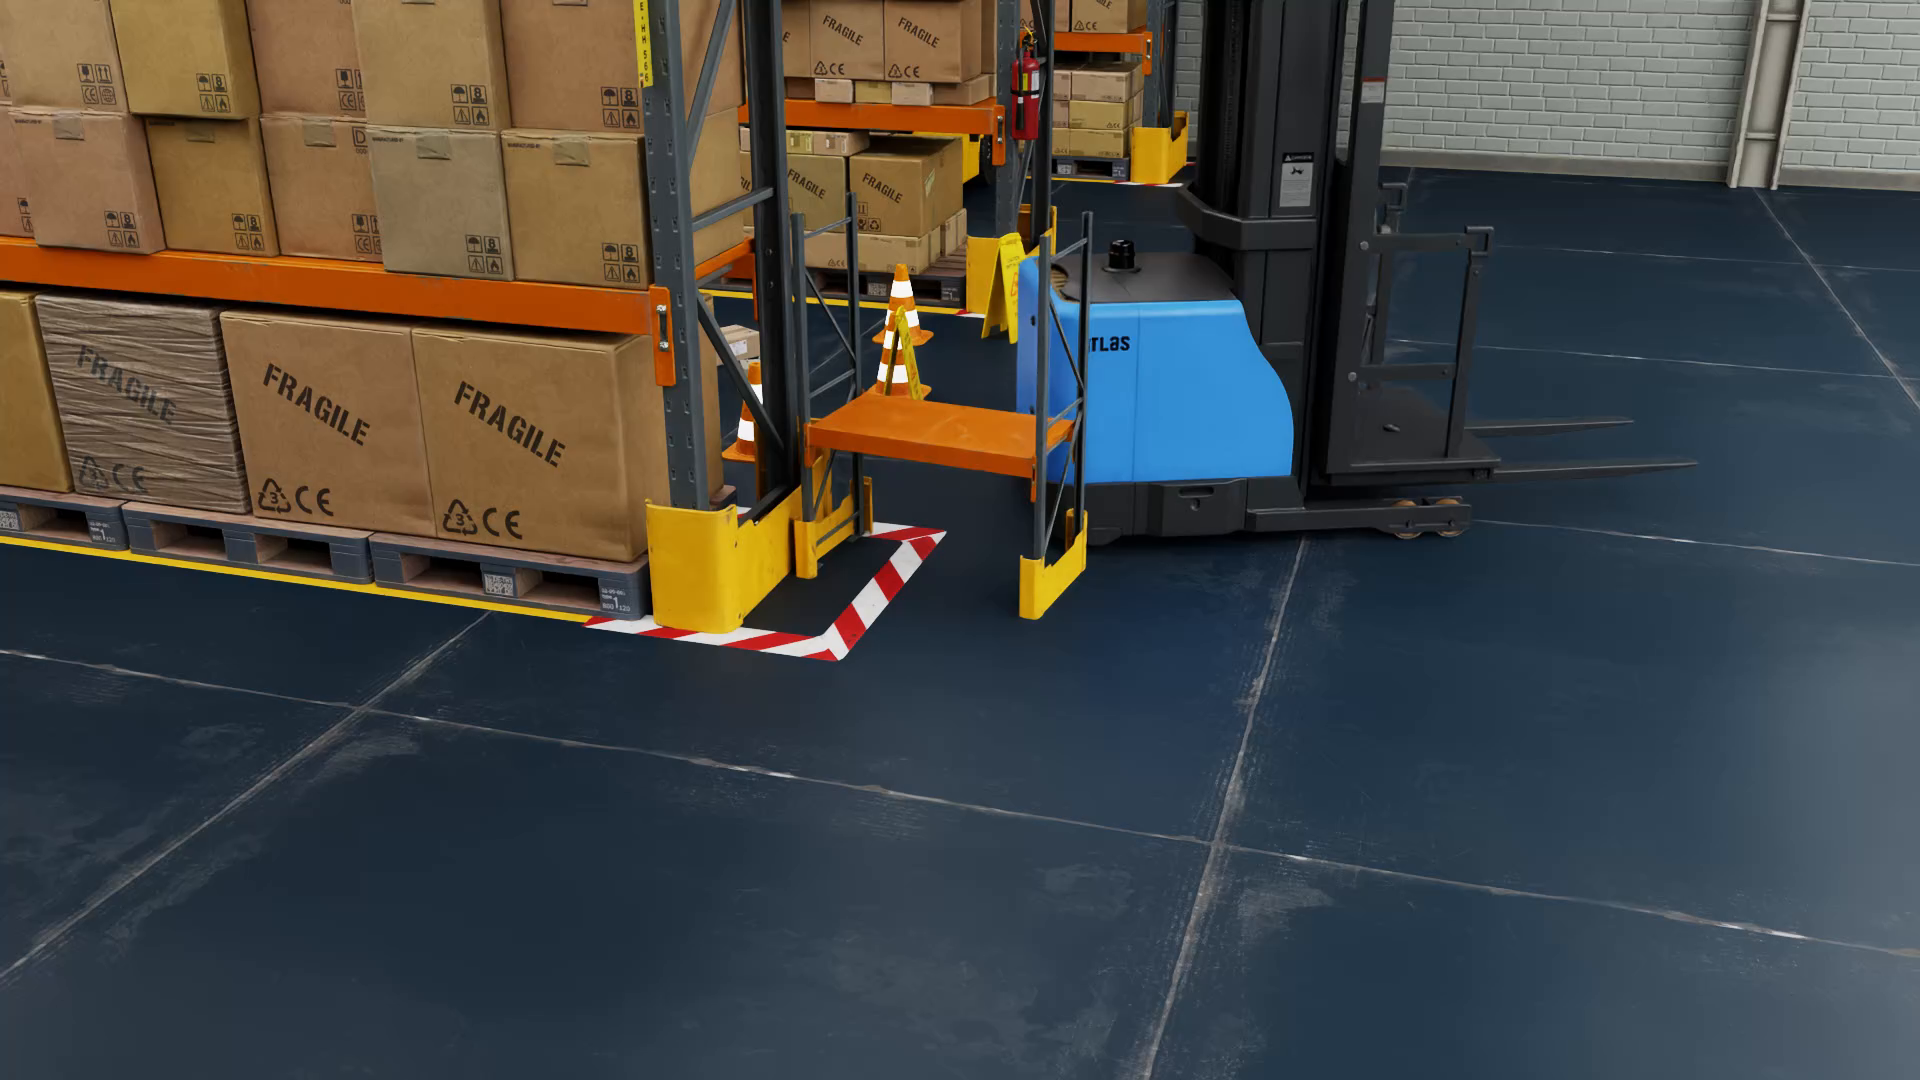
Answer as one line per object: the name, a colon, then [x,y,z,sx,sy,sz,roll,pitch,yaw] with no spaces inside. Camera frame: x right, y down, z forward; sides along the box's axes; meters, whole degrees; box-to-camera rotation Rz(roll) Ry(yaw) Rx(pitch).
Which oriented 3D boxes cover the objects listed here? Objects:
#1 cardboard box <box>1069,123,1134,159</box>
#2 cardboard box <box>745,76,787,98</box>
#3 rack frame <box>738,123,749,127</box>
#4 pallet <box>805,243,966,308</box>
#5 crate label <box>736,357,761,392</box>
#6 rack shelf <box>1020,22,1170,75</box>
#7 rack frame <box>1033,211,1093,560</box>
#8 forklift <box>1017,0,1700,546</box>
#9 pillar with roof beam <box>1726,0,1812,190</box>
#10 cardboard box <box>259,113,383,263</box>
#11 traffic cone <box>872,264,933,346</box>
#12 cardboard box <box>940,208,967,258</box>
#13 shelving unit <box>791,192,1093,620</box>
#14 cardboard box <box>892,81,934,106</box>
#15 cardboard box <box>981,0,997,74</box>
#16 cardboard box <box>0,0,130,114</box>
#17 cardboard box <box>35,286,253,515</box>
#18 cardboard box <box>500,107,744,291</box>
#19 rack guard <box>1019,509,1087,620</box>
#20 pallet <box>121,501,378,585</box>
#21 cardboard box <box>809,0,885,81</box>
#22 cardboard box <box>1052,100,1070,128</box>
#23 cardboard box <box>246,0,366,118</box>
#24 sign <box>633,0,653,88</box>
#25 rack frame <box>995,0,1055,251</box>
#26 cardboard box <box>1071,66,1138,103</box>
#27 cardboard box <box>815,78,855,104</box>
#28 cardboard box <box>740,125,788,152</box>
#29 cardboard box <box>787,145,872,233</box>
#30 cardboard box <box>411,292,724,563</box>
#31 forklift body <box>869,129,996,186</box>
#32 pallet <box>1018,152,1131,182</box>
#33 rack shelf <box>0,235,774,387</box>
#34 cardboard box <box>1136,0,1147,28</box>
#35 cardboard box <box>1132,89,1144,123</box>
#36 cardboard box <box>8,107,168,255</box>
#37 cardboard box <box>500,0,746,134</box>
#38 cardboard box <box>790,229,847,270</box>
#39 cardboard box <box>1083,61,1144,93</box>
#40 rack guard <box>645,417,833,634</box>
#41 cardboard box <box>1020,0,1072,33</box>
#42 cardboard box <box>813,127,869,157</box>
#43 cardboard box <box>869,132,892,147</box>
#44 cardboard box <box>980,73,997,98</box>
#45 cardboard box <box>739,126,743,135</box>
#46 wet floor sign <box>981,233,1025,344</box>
cardboard box: [1.320,-3.726,15.471,0.500,0.250,0.500,7,23,16]
cardboard box: [-1.234,-3.025,11.023,0.250,0.149,0.380,6,23,15]
rack frame: [-1.969,-5.306,16.252,0.127,3.000,1.000,7,23,16]
pallet: [-0.410,-1.883,11.583,1.213,0.211,1.003,7,23,16]
crate label: [-1.119,-0.940,9.382,0.298,0.136,0.250,-5,23,-12]
rack shelf: [-0.054,-4.754,15.854,4.000,0.370,1.077,7,23,16]
rack frame: [0.398,-0.484,6.474,0.032,1.500,0.500,9,24,22]
forklift: [1.809,-1.556,7.202,3.031,2.935,1.130,-3,22,-6]
pillar with roof beam: [5.955,-5.825,9.612,0.400,9.000,9.100,7,23,16]
cardboard box: [-2.304,-1.507,6.793,0.550,0.550,0.875,7,23,16]
traffic cone: [-0.354,-1.468,10.239,0.334,0.463,0.336,7,23,16]
cardboard box: [-0.262,-2.174,11.688,0.500,0.250,0.500,6,23,15]
shelving unit: [-0.076,-0.563,6.665,1.083,1.500,0.587,9,24,22]
cardboard box: [-0.264,-2.898,10.713,0.250,0.149,0.380,6,23,15]
cardboard box: [0.057,-3.400,11.082,0.500,0.500,0.500,6,23,15]
cardboard box: [-3.351,-2.081,6.770,0.550,0.550,0.875,7,23,16]
cardboard box: [-3.286,-0.712,7.299,0.875,0.875,0.875,7,23,16]
cardboard box: [-1.271,-1.347,6.405,0.550,0.550,0.875,7,23,16]
rack guard: [0.380,0.091,6.719,0.087,0.250,0.587,9,24,22]
pallet: [-2.855,-0.157,7.375,1.213,0.211,1.003,7,23,15]
cardboard box: [-0.647,-3.263,10.749,0.500,0.500,0.500,7,23,16]
cardboard box: [0.827,-4.019,15.527,0.500,0.250,0.500,6,23,15]
cardboard box: [-2.297,-2.015,6.609,0.550,0.550,0.875,7,23,16]
sign: [-1.073,-1.703,5.632,0.005,0.325,0.100,7,23,16]
rack frame: [0.431,-3.063,10.785,0.127,3.000,1.000,7,23,16]
cardboard box: [1.330,-4.189,15.282,0.500,0.250,0.500,7,23,17]
cardboard box: [-0.758,-2.951,10.843,0.250,0.149,0.380,7,23,16]
cardboard box: [-1.274,-2.700,11.126,0.250,0.149,0.380,8,23,18]
cardboard box: [-0.912,-2.381,11.205,0.500,0.500,0.500,7,23,17]
cardboard box: [-1.571,-0.515,6.820,0.875,0.875,0.875,7,23,16]
forklift body: [-0.482,-4.020,14.235,1.214,2.155,2.313,7,23,16]
pallet: [1.117,-3.646,15.880,1.213,0.211,1.003,7,23,16]
rack shelf: [-2.817,-1.140,7.045,4.000,0.370,1.077,7,23,16]
cardboard box: [1.467,-5.069,15.542,0.500,0.500,0.500,7,23,17]
cardboard box: [1.471,-4.148,15.840,0.500,0.250,0.500,7,23,16]
cardboard box: [-3.359,-1.571,6.951,0.550,0.550,0.875,7,23,16]
cardboard box: [-1.247,-1.877,6.274,0.550,0.550,0.875,7,23,16]
cardboard box: [-0.915,-2.036,11.351,0.500,0.250,0.500,7,23,16]
cardboard box: [1.455,-4.373,15.732,0.500,0.250,0.500,6,23,15]
rack guard: [-0.880,-0.095,6.842,0.348,0.500,1.175,7,23,16]
cardboard box: [0.820,-4.932,15.210,0.500,0.500,0.500,7,23,17]
cardboard box: [-0.783,-2.641,10.984,0.250,0.149,0.380,7,23,17]
cardboard box: [-0.787,-2.579,11.688,0.500,0.500,0.500,6,23,14]
cardboard box: [0.165,-3.060,11.107,0.250,0.149,0.380,7,23,16]
cardboard box: [-1.779,-2.693,11.964,0.500,0.500,0.500,8,24,18]
wet floor sign: [0.303,-1.564,10.234,0.232,0.644,0.267,16,27,34]
